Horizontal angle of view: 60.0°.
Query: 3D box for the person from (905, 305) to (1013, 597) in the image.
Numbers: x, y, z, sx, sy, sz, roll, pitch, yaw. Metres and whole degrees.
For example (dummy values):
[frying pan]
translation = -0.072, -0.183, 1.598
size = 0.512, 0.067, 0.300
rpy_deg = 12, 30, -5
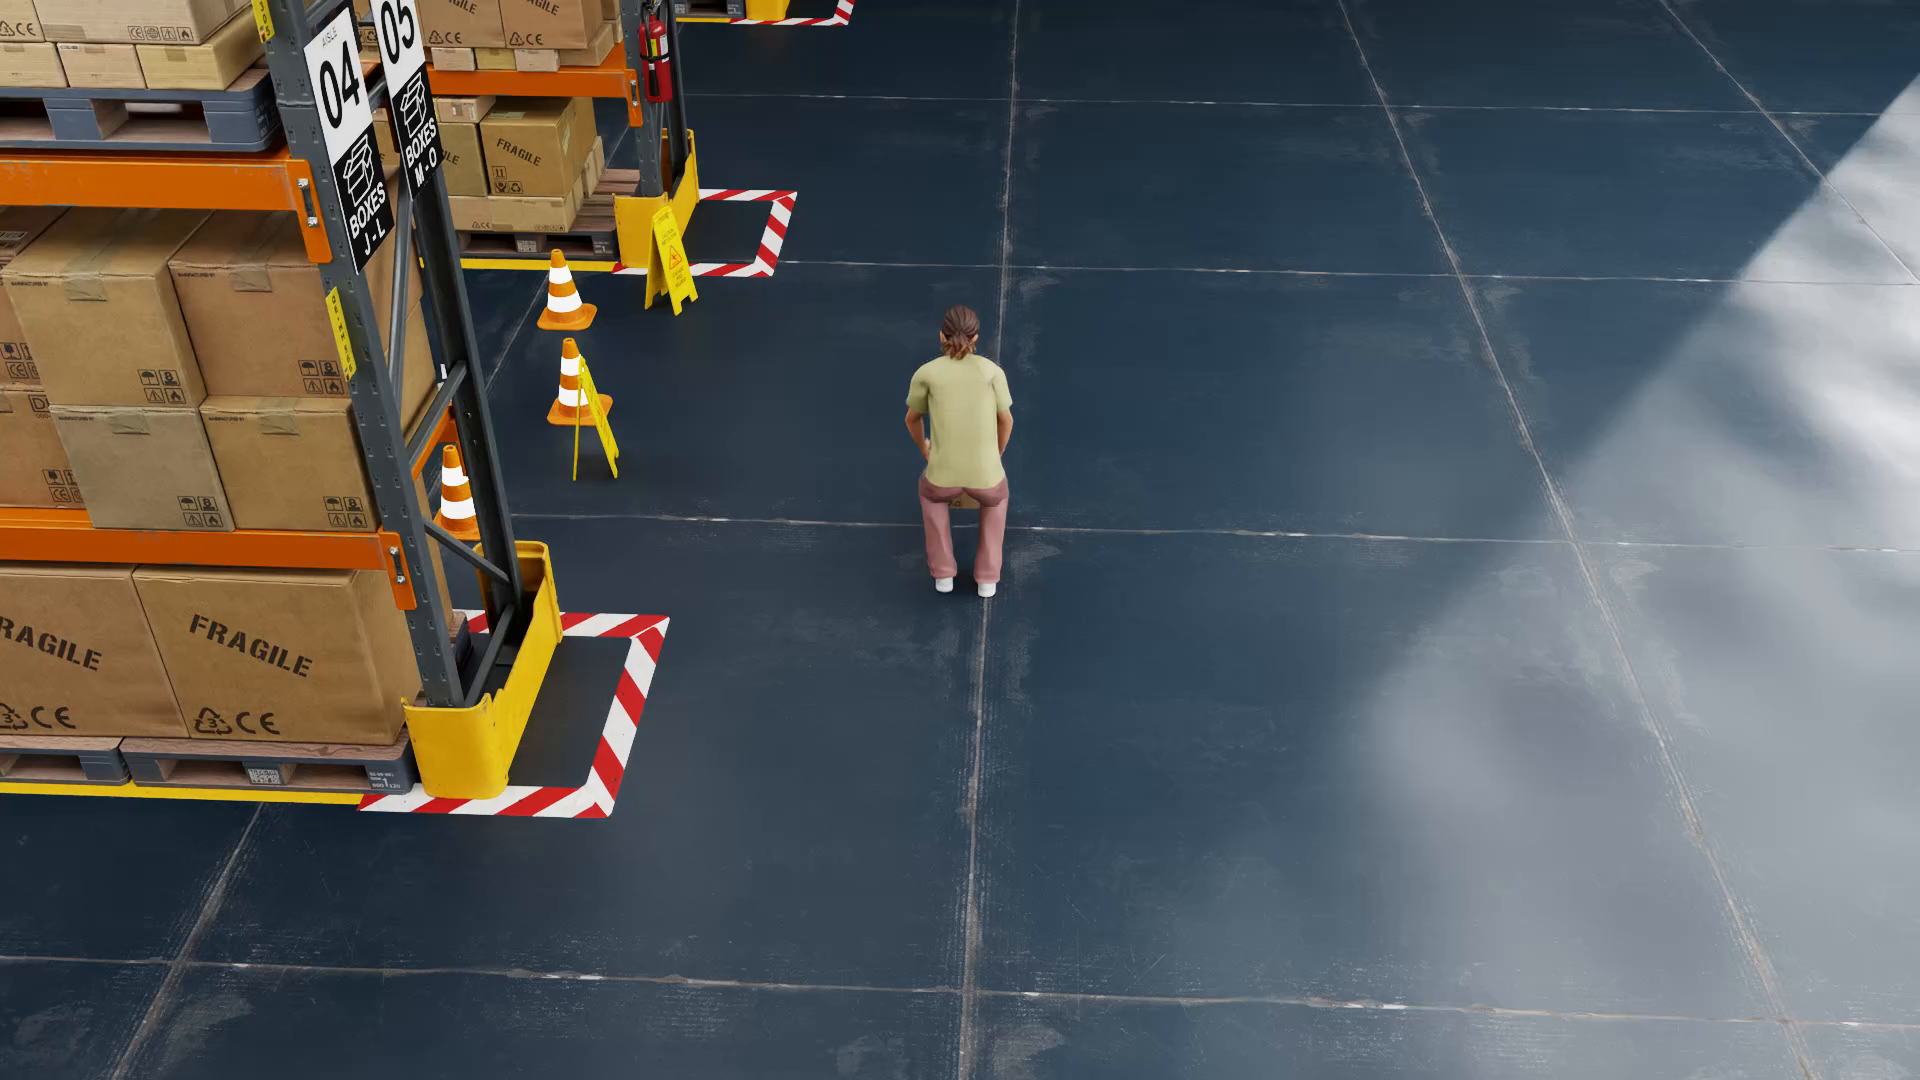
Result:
[person]
translation = -0.007, -0.389, 7.903
size = 0.510, 1.391, 0.633
rpy_deg = 2, 36, 2
